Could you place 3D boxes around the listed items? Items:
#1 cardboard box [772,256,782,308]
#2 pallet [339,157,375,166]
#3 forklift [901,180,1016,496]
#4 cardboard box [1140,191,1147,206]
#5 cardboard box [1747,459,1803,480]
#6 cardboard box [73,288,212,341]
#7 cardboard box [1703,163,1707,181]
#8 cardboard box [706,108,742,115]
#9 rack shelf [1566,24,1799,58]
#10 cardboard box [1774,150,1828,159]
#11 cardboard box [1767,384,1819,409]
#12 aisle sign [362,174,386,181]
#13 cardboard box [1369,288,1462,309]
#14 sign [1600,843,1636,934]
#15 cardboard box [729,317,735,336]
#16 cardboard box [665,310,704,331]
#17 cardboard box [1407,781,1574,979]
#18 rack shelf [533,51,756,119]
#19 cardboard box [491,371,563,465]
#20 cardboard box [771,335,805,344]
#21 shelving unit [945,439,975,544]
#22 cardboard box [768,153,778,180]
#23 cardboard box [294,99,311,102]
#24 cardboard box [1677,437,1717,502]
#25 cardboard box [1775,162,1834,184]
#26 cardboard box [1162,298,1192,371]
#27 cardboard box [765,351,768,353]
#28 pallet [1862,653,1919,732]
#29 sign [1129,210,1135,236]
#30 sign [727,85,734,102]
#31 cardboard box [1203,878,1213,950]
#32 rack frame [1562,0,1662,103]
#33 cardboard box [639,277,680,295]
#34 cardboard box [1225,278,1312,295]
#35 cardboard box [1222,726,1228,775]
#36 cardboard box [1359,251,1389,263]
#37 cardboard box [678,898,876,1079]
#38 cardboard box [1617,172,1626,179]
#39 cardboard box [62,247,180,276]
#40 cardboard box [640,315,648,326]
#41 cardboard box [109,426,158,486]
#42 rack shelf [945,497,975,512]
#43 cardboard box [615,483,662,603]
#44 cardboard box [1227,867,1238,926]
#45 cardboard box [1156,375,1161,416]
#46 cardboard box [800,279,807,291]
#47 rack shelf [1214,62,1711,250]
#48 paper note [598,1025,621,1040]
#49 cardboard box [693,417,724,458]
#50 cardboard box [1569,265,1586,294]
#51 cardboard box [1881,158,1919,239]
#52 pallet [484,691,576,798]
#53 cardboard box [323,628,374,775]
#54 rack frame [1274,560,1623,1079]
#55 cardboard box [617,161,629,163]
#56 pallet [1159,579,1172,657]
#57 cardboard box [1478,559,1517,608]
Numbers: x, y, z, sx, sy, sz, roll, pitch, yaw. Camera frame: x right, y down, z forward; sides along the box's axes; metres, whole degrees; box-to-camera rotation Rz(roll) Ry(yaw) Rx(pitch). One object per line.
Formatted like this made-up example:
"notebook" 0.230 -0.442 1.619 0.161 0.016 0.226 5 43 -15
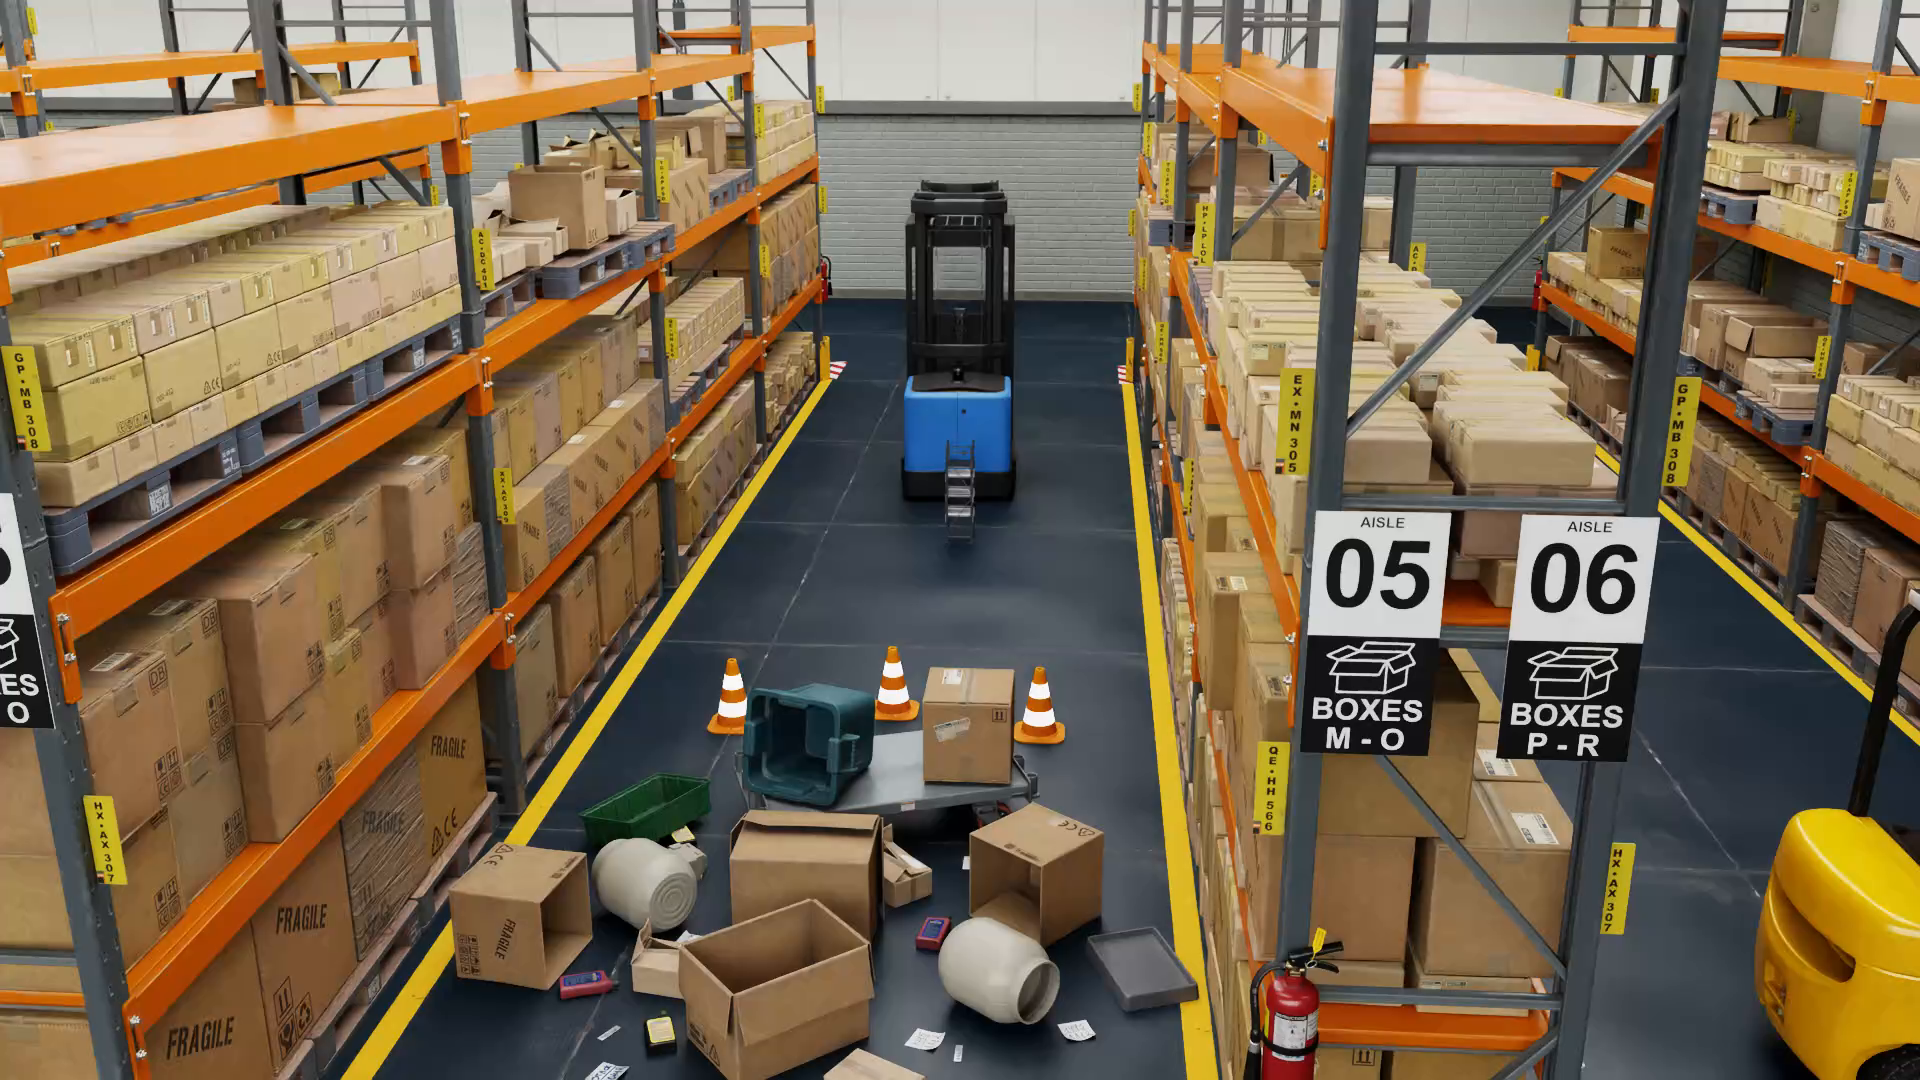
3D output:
"cardboard box" -2.223 -2.783 17.960 0.500 0.500 0.500 1 18 4
"pallet" -7.319 -4.449 19.009 1.003 0.211 1.213 1 18 4
"forklift" 0.007 -2.218 16.983 1.130 2.935 3.031 0 18 1
"cardboard box" 2.311 -4.021 19.569 0.380 0.149 0.250 2 18 6
"cardboard box" 6.970 -0.587 14.196 0.380 0.149 0.250 2 18 6
"cardboard box" -3.001 -0.829 6.108 0.380 0.149 0.250 1 18 4
"cardboard box" 6.863 -3.335 15.036 0.380 0.149 0.250 2 18 5
"cardboard box" -2.642 -4.738 18.546 0.380 0.149 0.250 2 18 6
"rack shelf" 7.501 -5.232 17.598 1.077 0.370 4.000 1 18 4
"cardboard box" 7.309 -3.302 14.455 0.380 0.149 0.250 1 18 4
"cardboard box" 6.735 -1.154 13.356 0.380 0.149 0.250 2 18 5
"aisle sign" -7.485 -4.941 21.009 0.394 0.787 0.004 1 18 4
"cardboard box" 2.090 -1.065 7.662 0.380 0.149 0.250 2 18 6
"sign" 2.088 1.115 5.313 0.100 0.325 0.005 1 18 4
"cardboard box" -2.407 -2.086 16.202 0.380 0.149 0.250 1 18 4
"cardboard box" -2.506 -1.960 14.861 0.380 0.149 0.250 2 18 6
"cardboard box" 1.857 1.184 5.853 0.500 0.500 0.500 1 18 3
"rack shelf" -2.681 -3.990 14.445 1.077 0.370 4.000 1 18 4
"cardboard box" -3.010 -0.801 10.784 0.700 0.500 0.500 1 18 4
"cardboard box" -2.112 -2.415 20.424 0.380 0.149 0.250 2 18 5
"shelving unit" 0.001 -0.430 14.791 0.258 0.900 0.210 1 18 4
"cardboard box" -2.215 -3.940 17.553 0.500 0.250 0.500 1 18 3
"cardboard box" -7.439 -4.565 18.226 0.700 0.500 0.500 2 18 7
"cardboard box" 7.030 -0.649 15.427 0.500 0.500 0.500 1 18 2
"cardboard box" 6.878 -2.984 13.518 0.380 0.149 0.250 1 18 3
"cardboard box" 1.896 -1.660 13.404 0.500 0.500 0.500 1 18 2
"cardboard box" -2.550 -2.202 20.251 0.380 0.149 0.250 2 18 5
"pallet" 6.883 1.097 11.236 1.003 0.211 1.213 1 18 4
"sign" 2.140 -3.918 20.547 0.100 0.325 0.005 1 18 4
"sign" -2.792 -5.387 20.325 0.100 0.325 0.005 1 18 4
"cardboard box" 1.459 1.887 8.088 0.500 0.250 0.500 1 18 3
"rack frame" 7.645 -6.196 19.382 1.000 3.000 0.127 1 18 4
"cardboard box" -3.025 -2.543 16.639 0.380 0.149 0.250 2 18 7
"cardboard box" 1.467 -1.159 7.950 0.380 0.149 0.250 1 18 2
"cardboard box" 1.399 0.958 7.586 0.380 0.149 0.250 1 18 4
"cardboard box" 2.275 -1.454 9.294 0.500 0.250 0.500 1 18 2
"cardboard box" -0.853 2.098 7.711 0.797 0.503 0.637 -13 22 -34
"cardboard box" 7.220 -3.924 17.666 0.380 0.149 0.250 1 18 4
"cardboard box" -3.586 -1.161 7.121 0.380 0.149 0.250 1 18 4
"cardboard box" -3.114 -1.994 15.442 0.380 0.149 0.250 1 18 3
"cardboard box" -3.036 -0.297 5.762 0.380 0.149 0.250 1 18 4
"rack shelf" 0.001 -0.313 14.829 0.258 0.077 0.200 1 18 4
"cardboard box" -2.958 0.007 13.023 1.050 0.750 0.750 1 18 3
"cardboard box" 1.324 1.508 6.998 0.380 0.149 0.250 2 18 5
"cardboard box" 1.918 -1.221 14.073 0.500 0.250 0.500 2 18 5
"cardboard box" -2.046 -3.073 19.887 0.380 0.149 0.250 2 18 5
"rack shelf" 1.690 -1.614 6.559 1.077 0.370 4.000 1 18 4
"paper note" -1.650 2.320 7.827 0.032 0.001 0.123 12 22 32
"cardboard box" -2.449 -0.937 15.102 0.500 0.250 0.500 1 18 4
"cardboard box" 7.274 -2.967 18.923 0.500 0.250 0.500 1 18 3
"cardboard box" 6.776 -2.361 11.499 0.500 0.500 0.500 1 18 4
"pallet" -3.131 1.276 10.688 1.003 0.211 1.213 1 18 4
"cardboard box" -3.237 0.740 7.608 0.875 0.550 0.500 1 18 4
"rack frame" 1.546 1.514 5.485 1.000 3.000 0.127 1 18 4
"cardboard box" -2.974 -3.016 14.333 0.500 0.500 0.500 1 18 4
"pallet" 2.062 0.597 12.761 1.003 0.211 1.213 1 18 4
"cardboard box" 1.894 0.112 5.349 0.380 0.149 0.250 1 18 4
